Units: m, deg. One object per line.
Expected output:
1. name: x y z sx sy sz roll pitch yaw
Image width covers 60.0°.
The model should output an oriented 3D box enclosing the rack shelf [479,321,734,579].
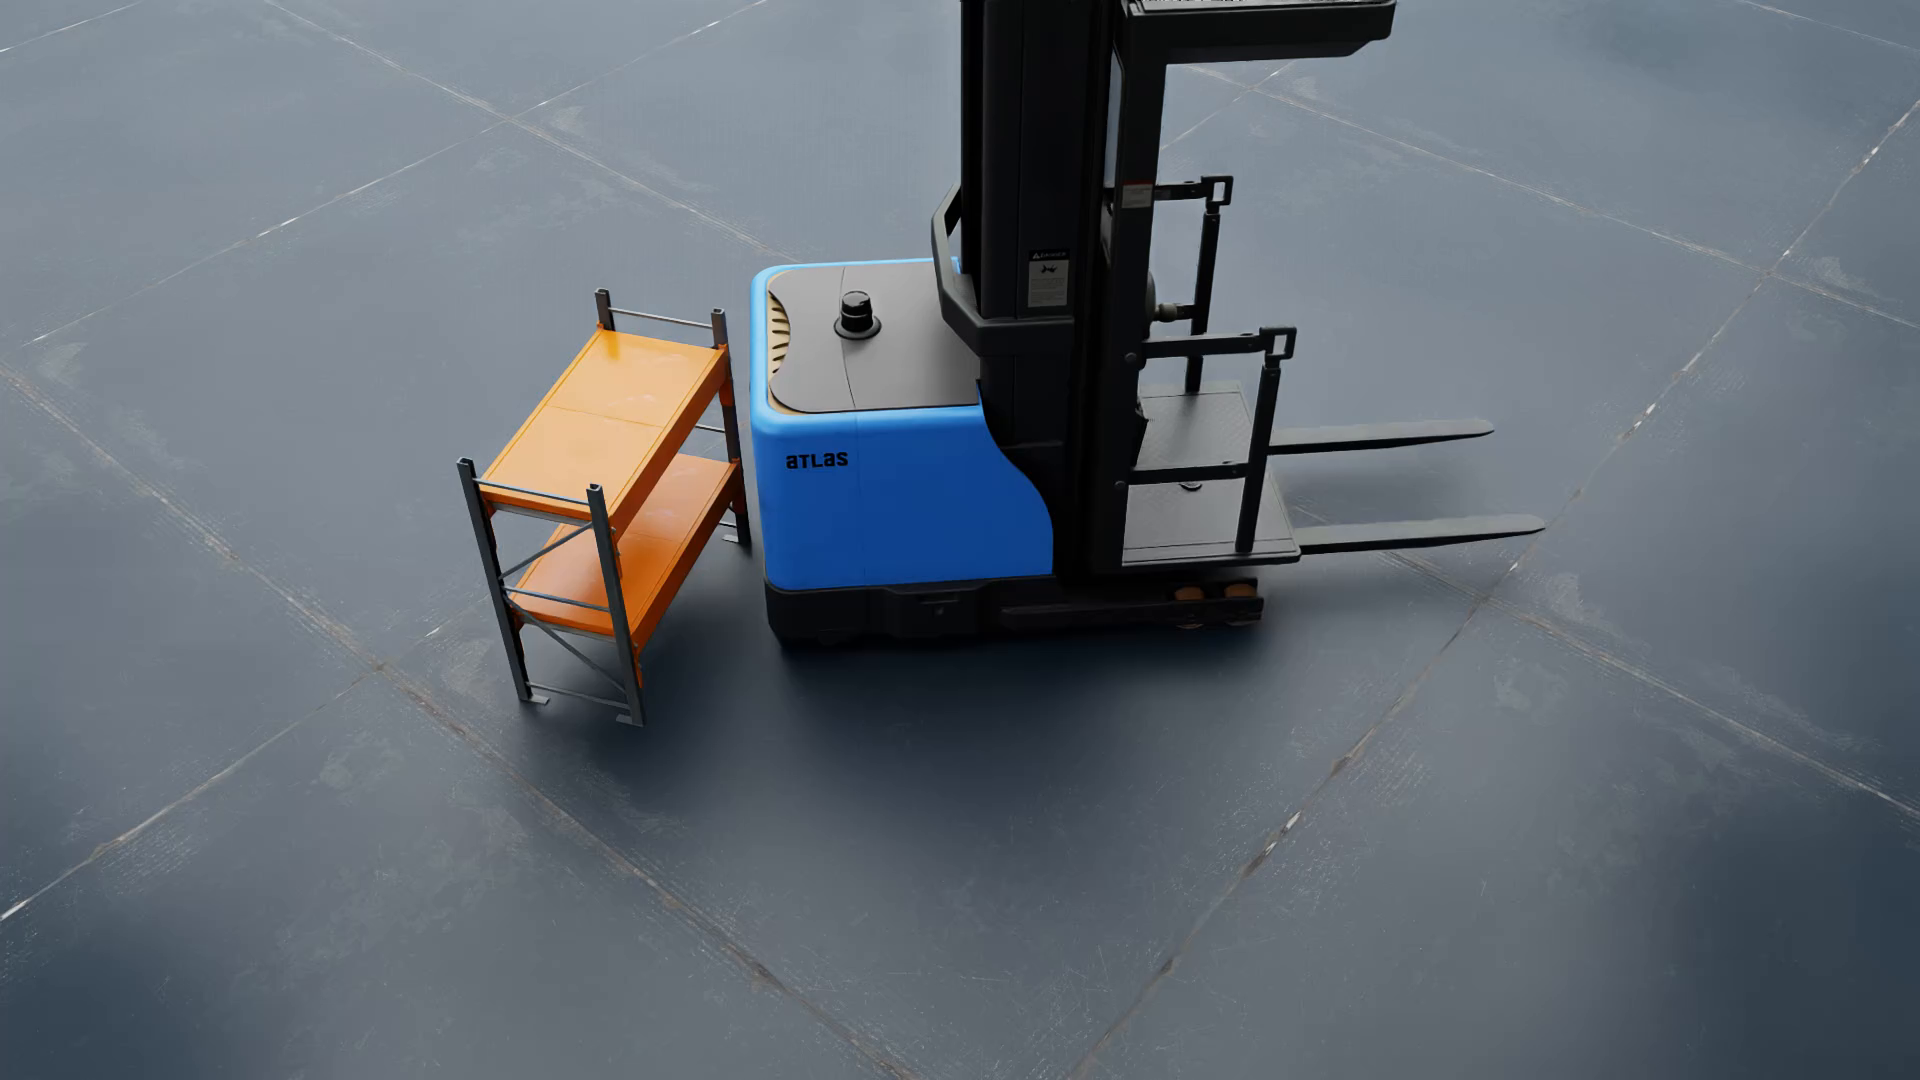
1. rack shelf: -1.235 -0.340 5.853 0.538 0.278 1.000 11 43 12

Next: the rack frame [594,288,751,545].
1. rack frame: -1.092 -0.452 6.411 0.500 1.125 0.032 11 43 12

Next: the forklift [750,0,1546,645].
1. forklift: 0.745 -1.097 5.778 3.031 2.935 1.130 -4 42 -4

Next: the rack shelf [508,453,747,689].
1. rack shelf: -1.235 0.057 6.215 0.538 0.278 1.000 11 43 12

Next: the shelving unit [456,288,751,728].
1. shelving unit: -1.235 -0.124 6.050 0.538 1.125 1.048 11 43 12

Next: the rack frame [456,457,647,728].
1. rack frame: -1.378 0.204 5.689 0.500 1.125 0.032 11 43 12
